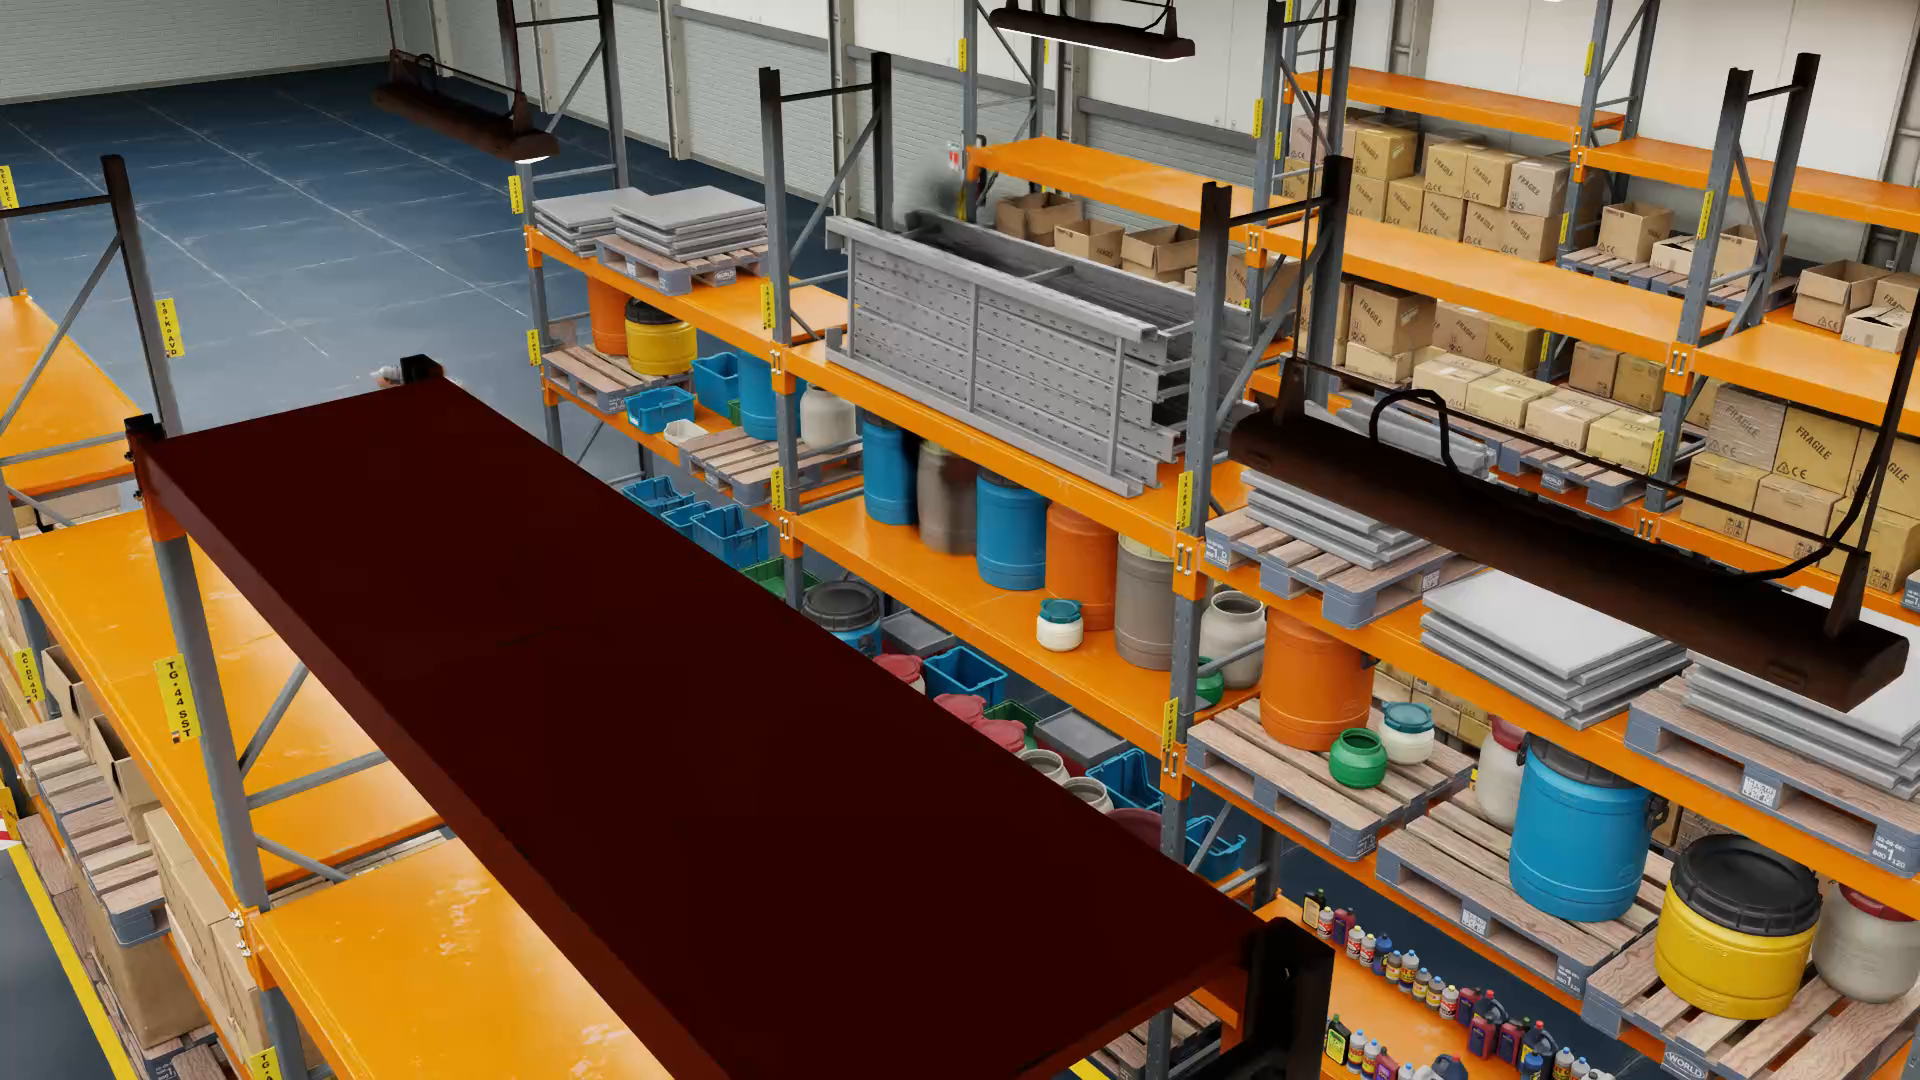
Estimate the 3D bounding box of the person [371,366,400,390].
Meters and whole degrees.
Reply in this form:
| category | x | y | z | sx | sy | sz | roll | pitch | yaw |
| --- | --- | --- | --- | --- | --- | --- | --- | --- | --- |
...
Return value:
| category | x | y | z | sx | sy | sz | roll | pitch | yaw |
| --- | --- | --- | --- | --- | --- | --- | --- | --- | --- |
| person | -6.426 | -1.186 | 18.832 | 0.575 | 1.621 | 0.579 | -6 | 26 | -12 |
